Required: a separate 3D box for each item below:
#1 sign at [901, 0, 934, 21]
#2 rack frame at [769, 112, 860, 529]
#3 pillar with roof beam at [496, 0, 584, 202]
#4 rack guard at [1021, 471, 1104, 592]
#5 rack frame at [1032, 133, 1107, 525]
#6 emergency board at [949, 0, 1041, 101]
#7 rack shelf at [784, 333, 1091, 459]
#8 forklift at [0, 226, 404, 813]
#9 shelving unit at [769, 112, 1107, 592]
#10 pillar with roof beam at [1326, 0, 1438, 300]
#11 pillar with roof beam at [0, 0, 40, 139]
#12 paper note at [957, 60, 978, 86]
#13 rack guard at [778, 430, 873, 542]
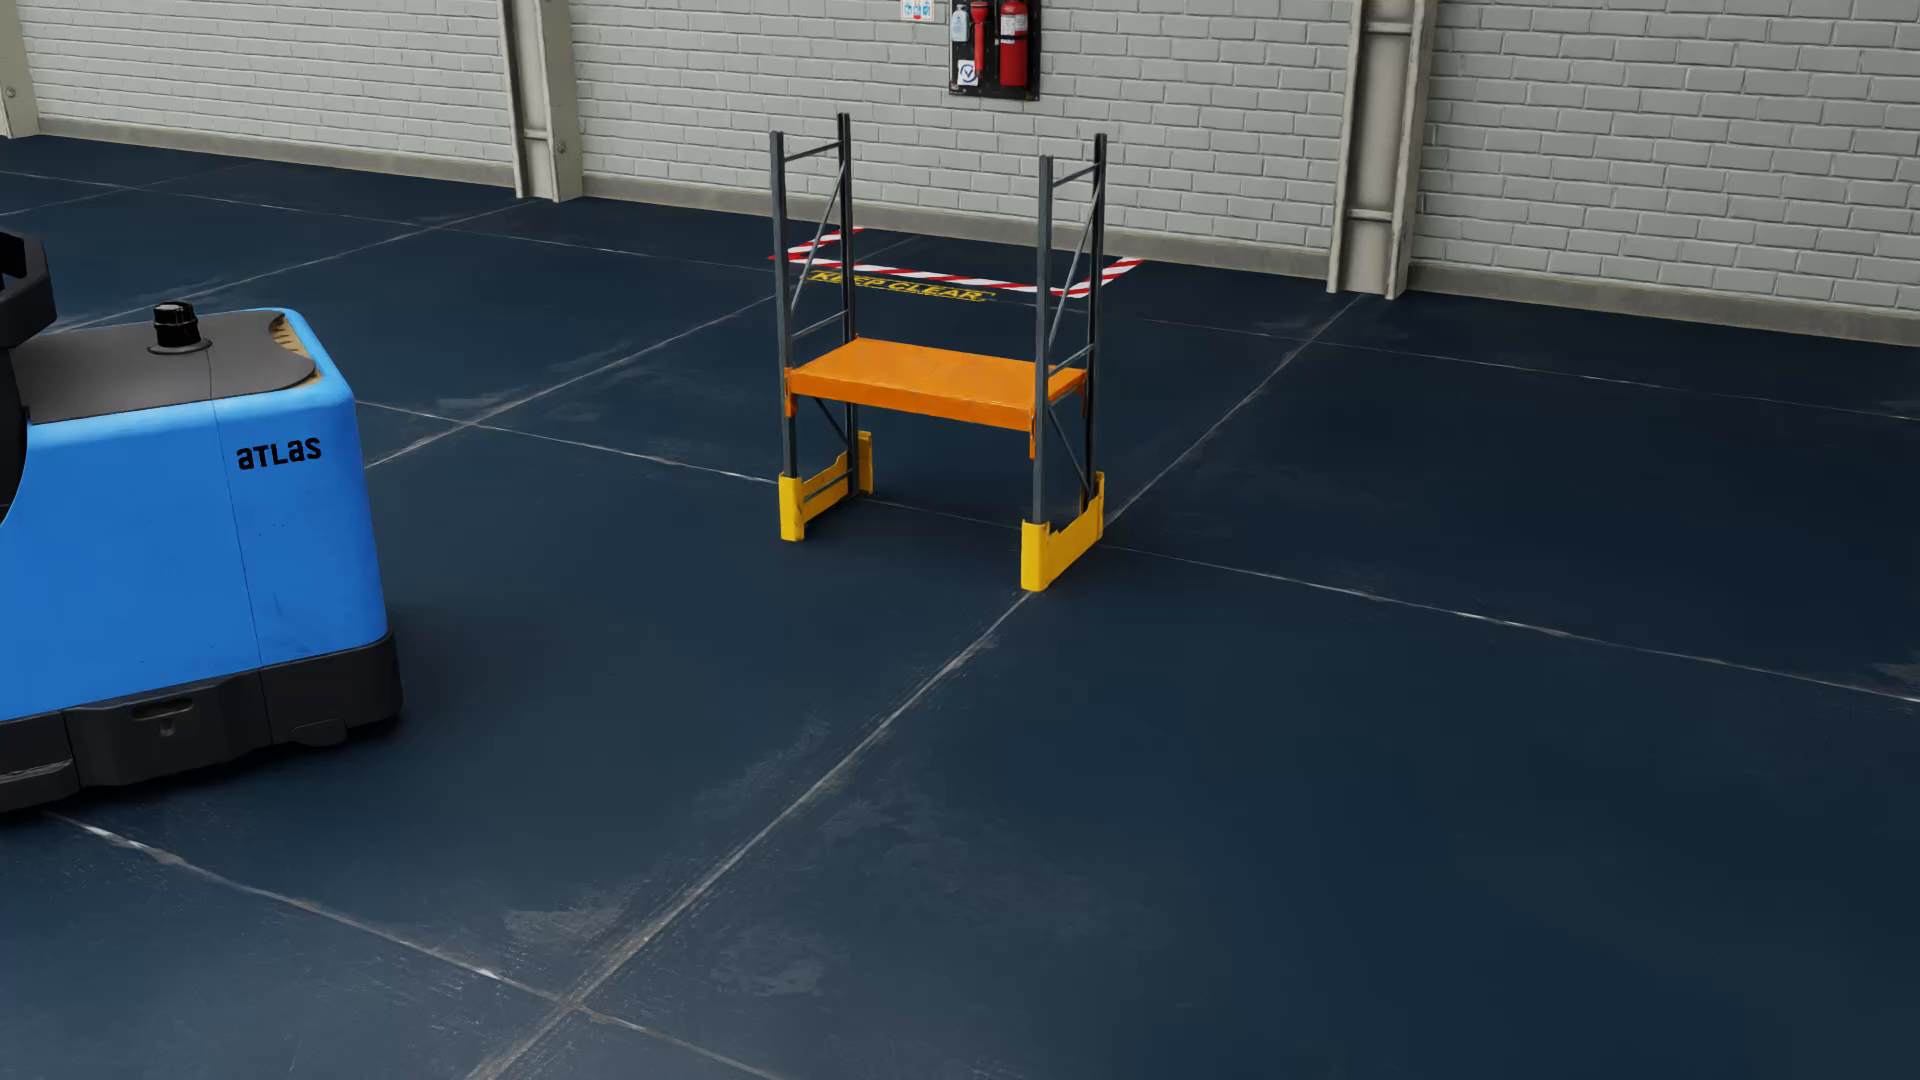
[{"bbox_3d":[-0.270,-3.435,10.449,0.234,0.329,0.001,11,25,25],"label":"sign"},{"bbox_3d":[-0.530,-0.795,6.203,0.032,1.500,0.500,11,25,25],"label":"rack frame"},{"bbox_3d":[-4.932,-5.152,6.866,0.400,9.000,9.100,11,25,25],"label":"pillar with roof beam"},{"bbox_3d":[0.376,-0.041,6.026,0.087,0.250,0.587,11,25,25],"label":"rack guard"},{"bbox_3d":[0.378,-0.615,5.781,0.032,1.500,0.500,11,25,25],"label":"rack frame"},{"bbox_3d":[0.177,-3.285,10.142,0.643,1.169,0.194,11,25,25],"label":"emergency board"},{"bbox_3d":[-0.076,-0.540,6.062,1.000,0.185,0.538,11,25,25],"label":"rack shelf"},{"bbox_3d":[-3.190,-0.670,4.081,3.031,2.935,1.130,-12,26,-26],"label":"forklift"},{"bbox_3d":[-0.068,-0.704,5.988,1.083,1.500,0.587,11,25,25],"label":"shelving unit"},{"bbox_3d":[0.423,-4.092,4.375,0.400,9.000,9.100,11,25,25],"label":"pillar with roof beam"},{"bbox_3d":[-10.286,-6.211,9.357,0.400,9.000,9.100,11,25,25],"label":"pillar with roof beam"},{"bbox_3d":[0.050,-2.935,10.444,0.142,0.148,0.016,11,25,25],"label":"paper note"},{"bbox_3d":[-0.512,-0.216,6.440,0.087,0.250,0.587,11,25,25],"label":"rack guard"}]
